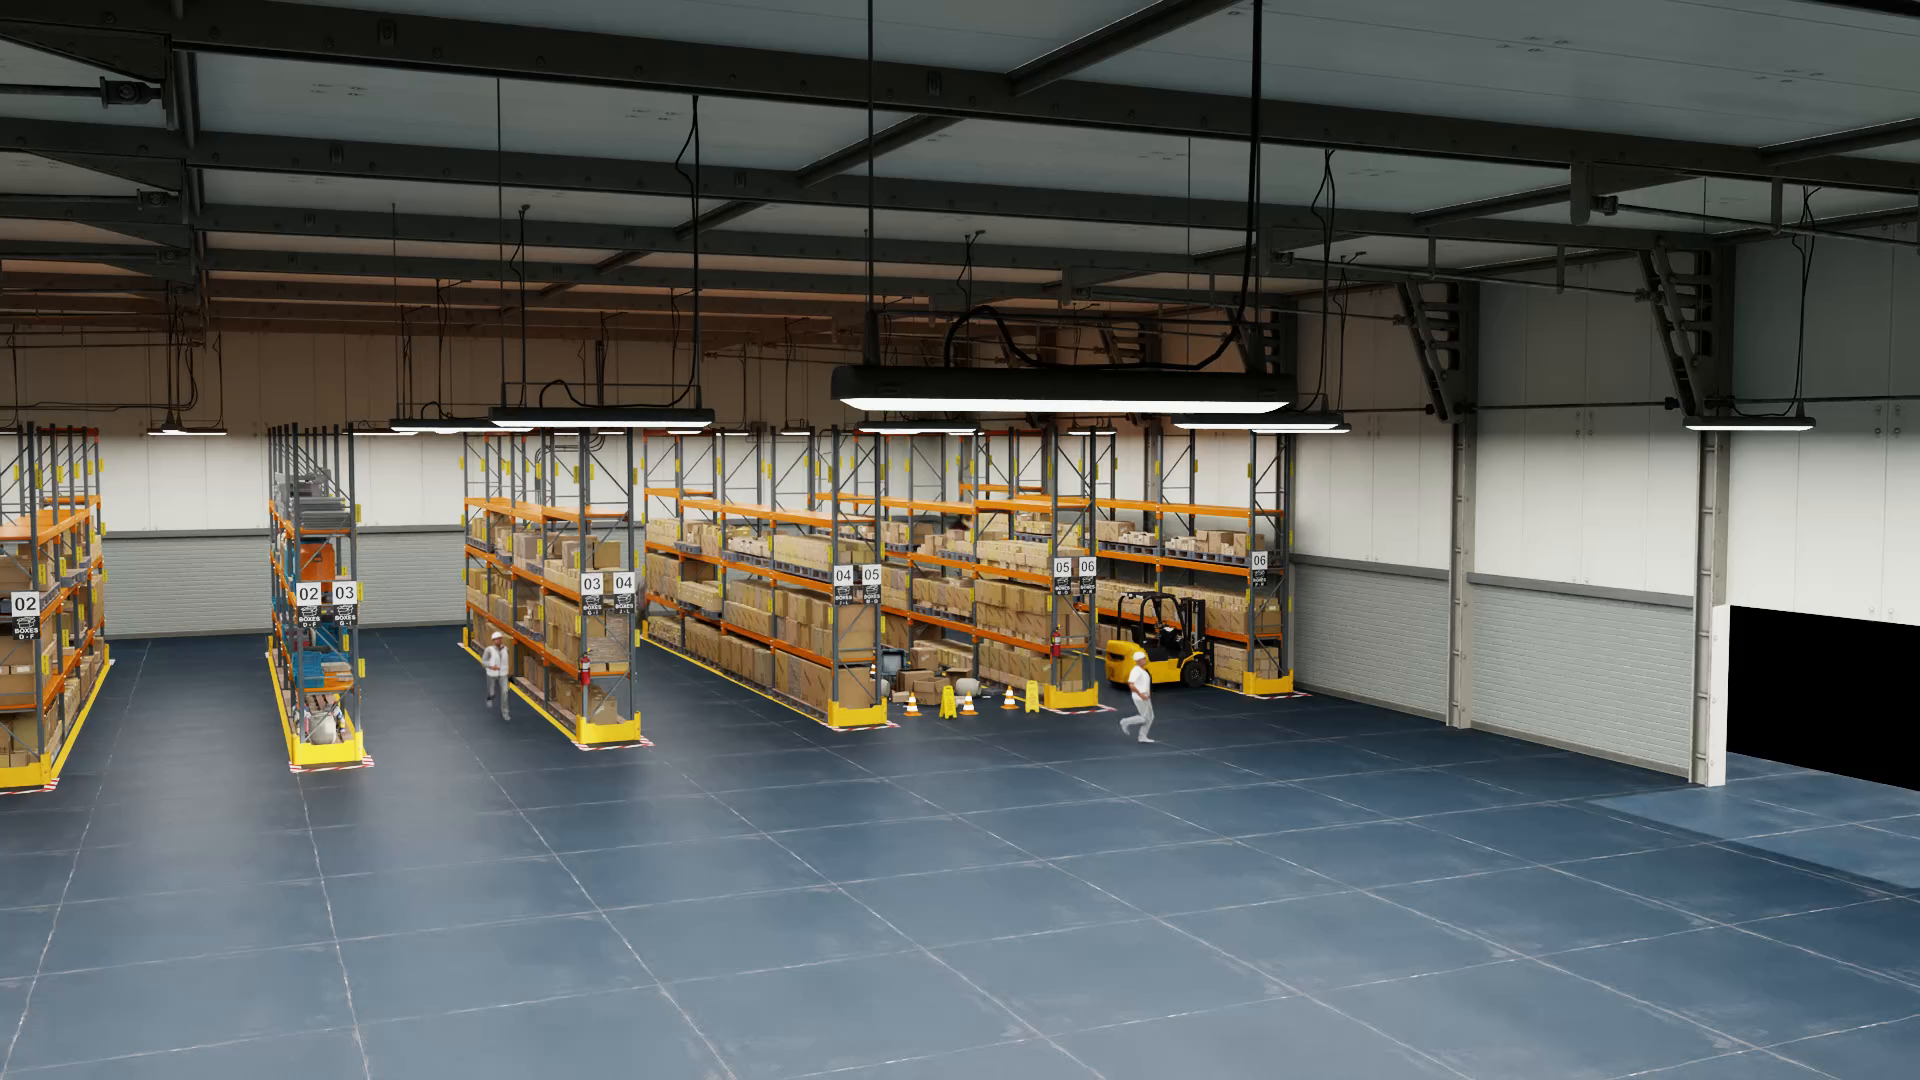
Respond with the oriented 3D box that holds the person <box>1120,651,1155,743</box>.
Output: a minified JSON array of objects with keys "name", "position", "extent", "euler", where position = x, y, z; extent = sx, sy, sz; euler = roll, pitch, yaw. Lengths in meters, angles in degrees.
[{"name":"person","position":[3.353,2.954,31.300],"extent":[0.654,1.725,0.705],"euler":[1,4,19]}]

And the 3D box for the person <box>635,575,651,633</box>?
[{"name":"person","position":[-9.316,1.842,48.952],"extent":[0.712,1.750,0.990],"euler":[3,5,42]}]

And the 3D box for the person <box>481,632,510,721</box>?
[{"name":"person","position":[-9.497,2.770,34.063],"extent":[0.628,1.778,1.127],"euler":[-2,4,-28]}]
